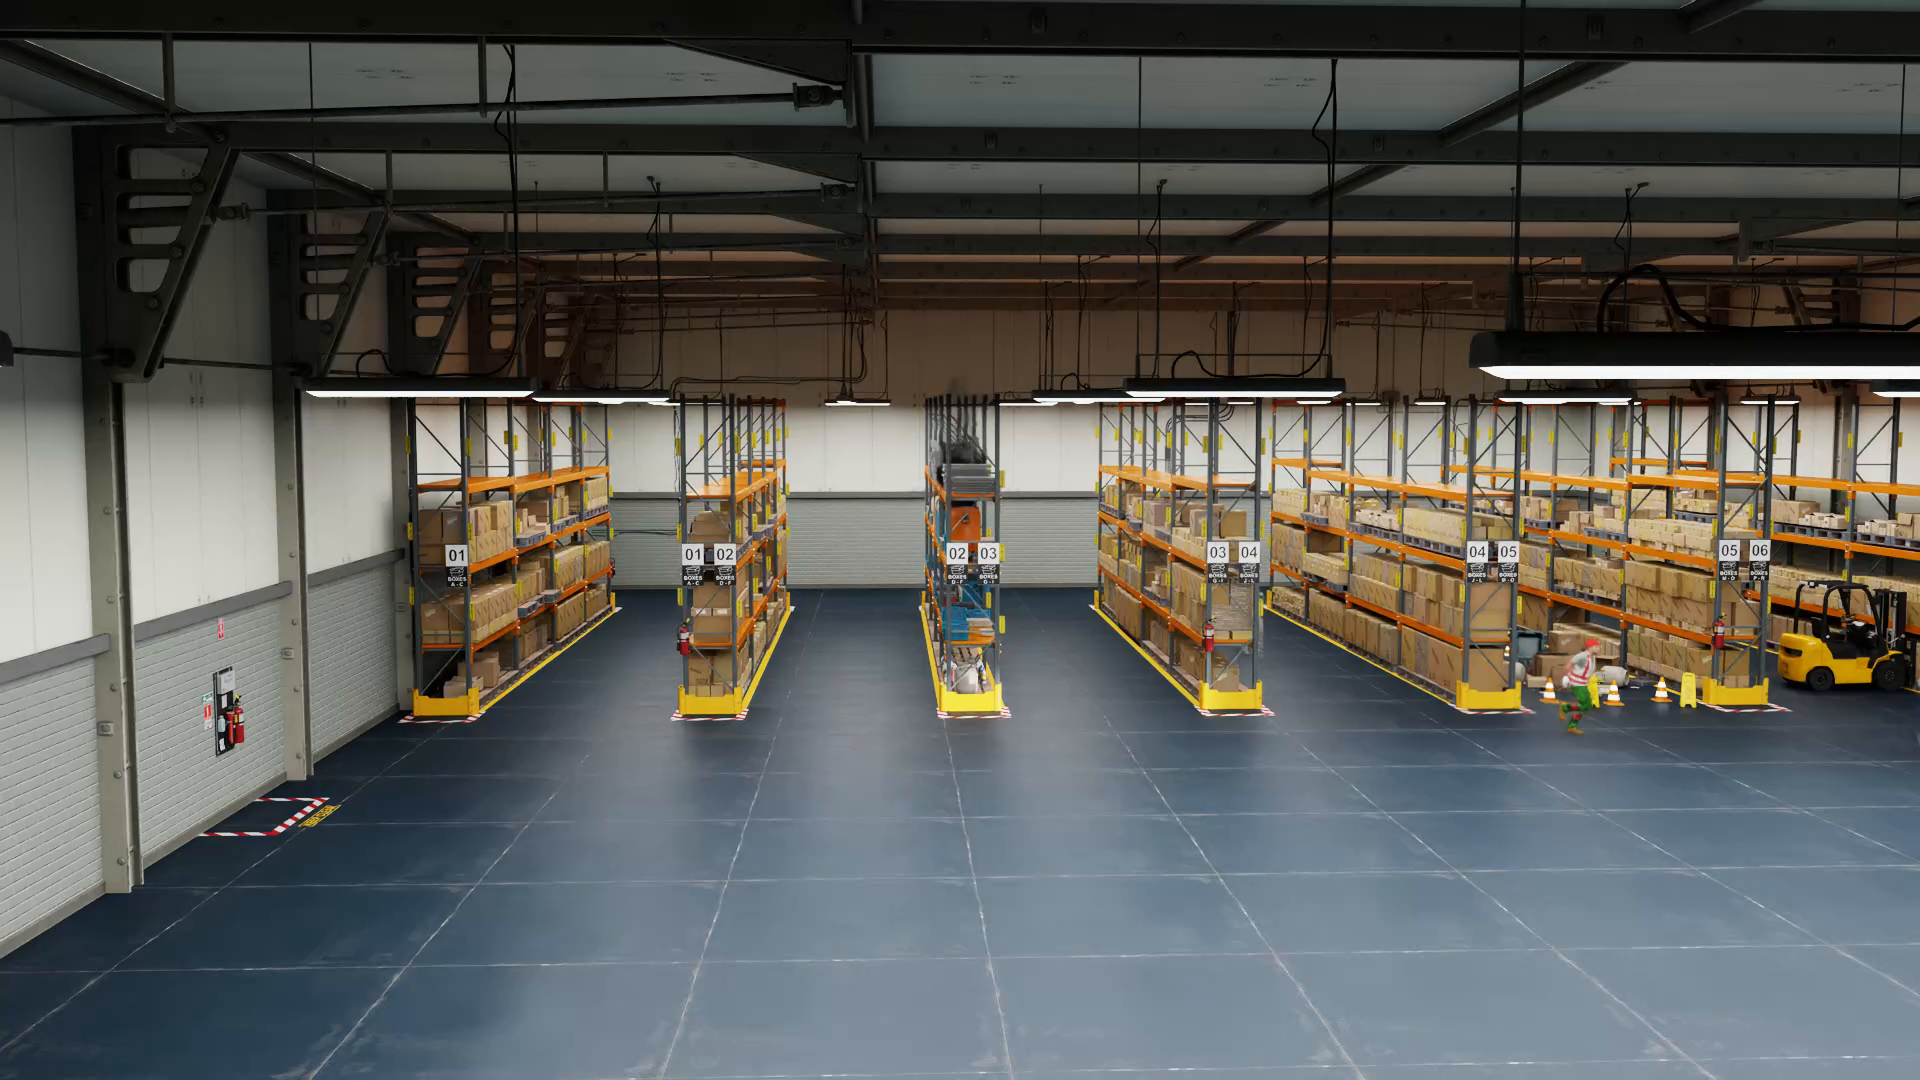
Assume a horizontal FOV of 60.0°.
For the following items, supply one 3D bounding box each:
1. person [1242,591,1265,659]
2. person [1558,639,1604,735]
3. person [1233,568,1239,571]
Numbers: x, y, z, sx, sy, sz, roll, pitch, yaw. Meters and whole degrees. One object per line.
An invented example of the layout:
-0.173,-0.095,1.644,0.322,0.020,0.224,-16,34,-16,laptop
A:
6.753,1.822,38.382,0.606,1.830,0.882,-1,5,-7,person
10.940,2.571,29.281,0.747,1.707,0.652,3,6,38,person
7.673,1.277,46.052,0.590,1.620,0.583,1,5,9,person
